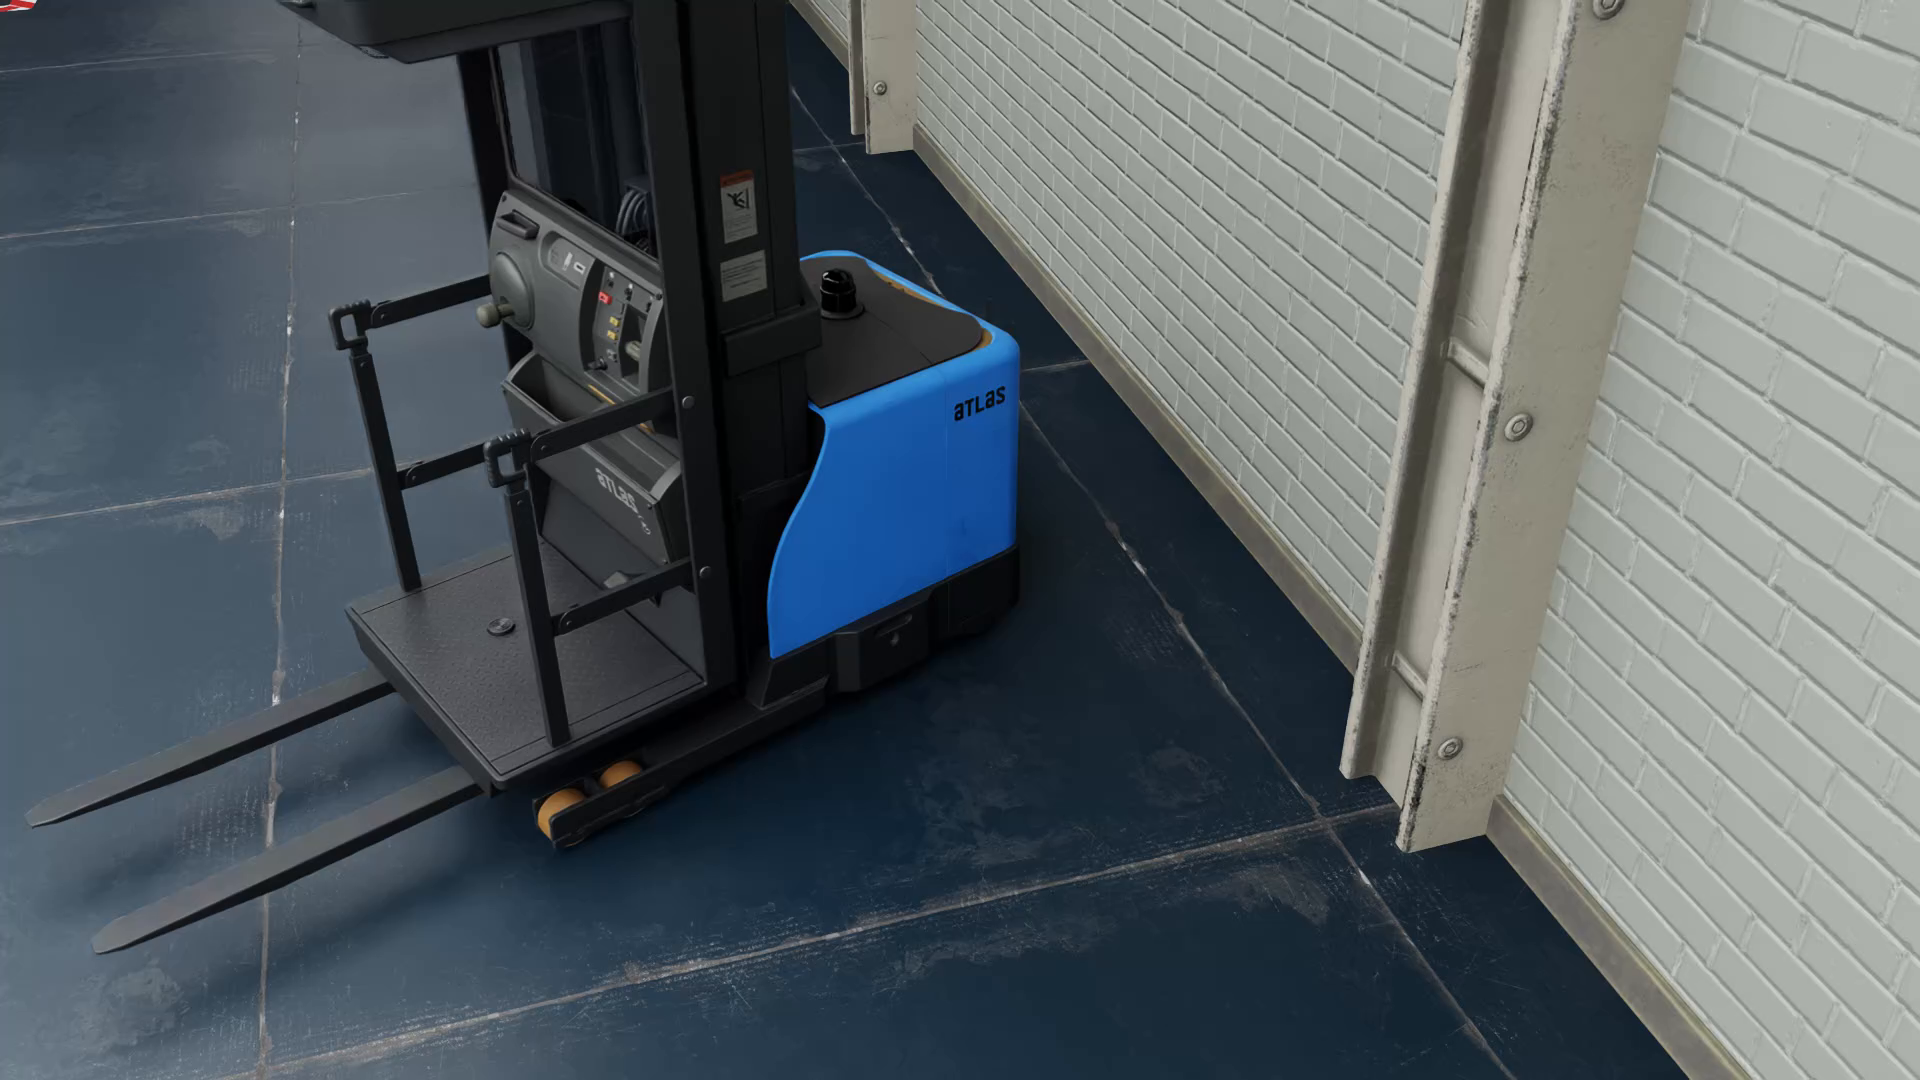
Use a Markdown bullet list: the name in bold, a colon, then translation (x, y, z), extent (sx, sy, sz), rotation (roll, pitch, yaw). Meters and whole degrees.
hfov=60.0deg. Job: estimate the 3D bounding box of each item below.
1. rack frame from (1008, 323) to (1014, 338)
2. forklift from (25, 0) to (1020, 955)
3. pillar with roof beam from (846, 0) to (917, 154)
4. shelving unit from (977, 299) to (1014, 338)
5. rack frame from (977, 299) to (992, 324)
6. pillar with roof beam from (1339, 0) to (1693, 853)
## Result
- **rack frame**: translation (0.075, -0.352, 5.966), extent (0.240, 0.900, 0.006), rotation (-12, 35, -18)
- **forklift**: translation (-1.251, -0.653, 4.579), extent (3.031, 2.935, 1.130), rotation (-25, 41, -32)
- **pillar with roof beam**: translation (-4.545, -5.394, 6.250), extent (9.100, 9.000, 0.400), rotation (-10, 35, -15)
- **shelving unit**: translation (0.038, -0.404, 6.046), extent (0.258, 0.900, 0.210), rotation (-12, 35, -18)
- **rack frame**: translation (0.002, -0.457, 6.125), extent (0.240, 0.900, 0.006), rotation (-12, 35, -18)
- **pillar with roof beam**: translation (-2.715, -2.243, 1.482), extent (9.100, 9.000, 0.400), rotation (-10, 35, -15)
